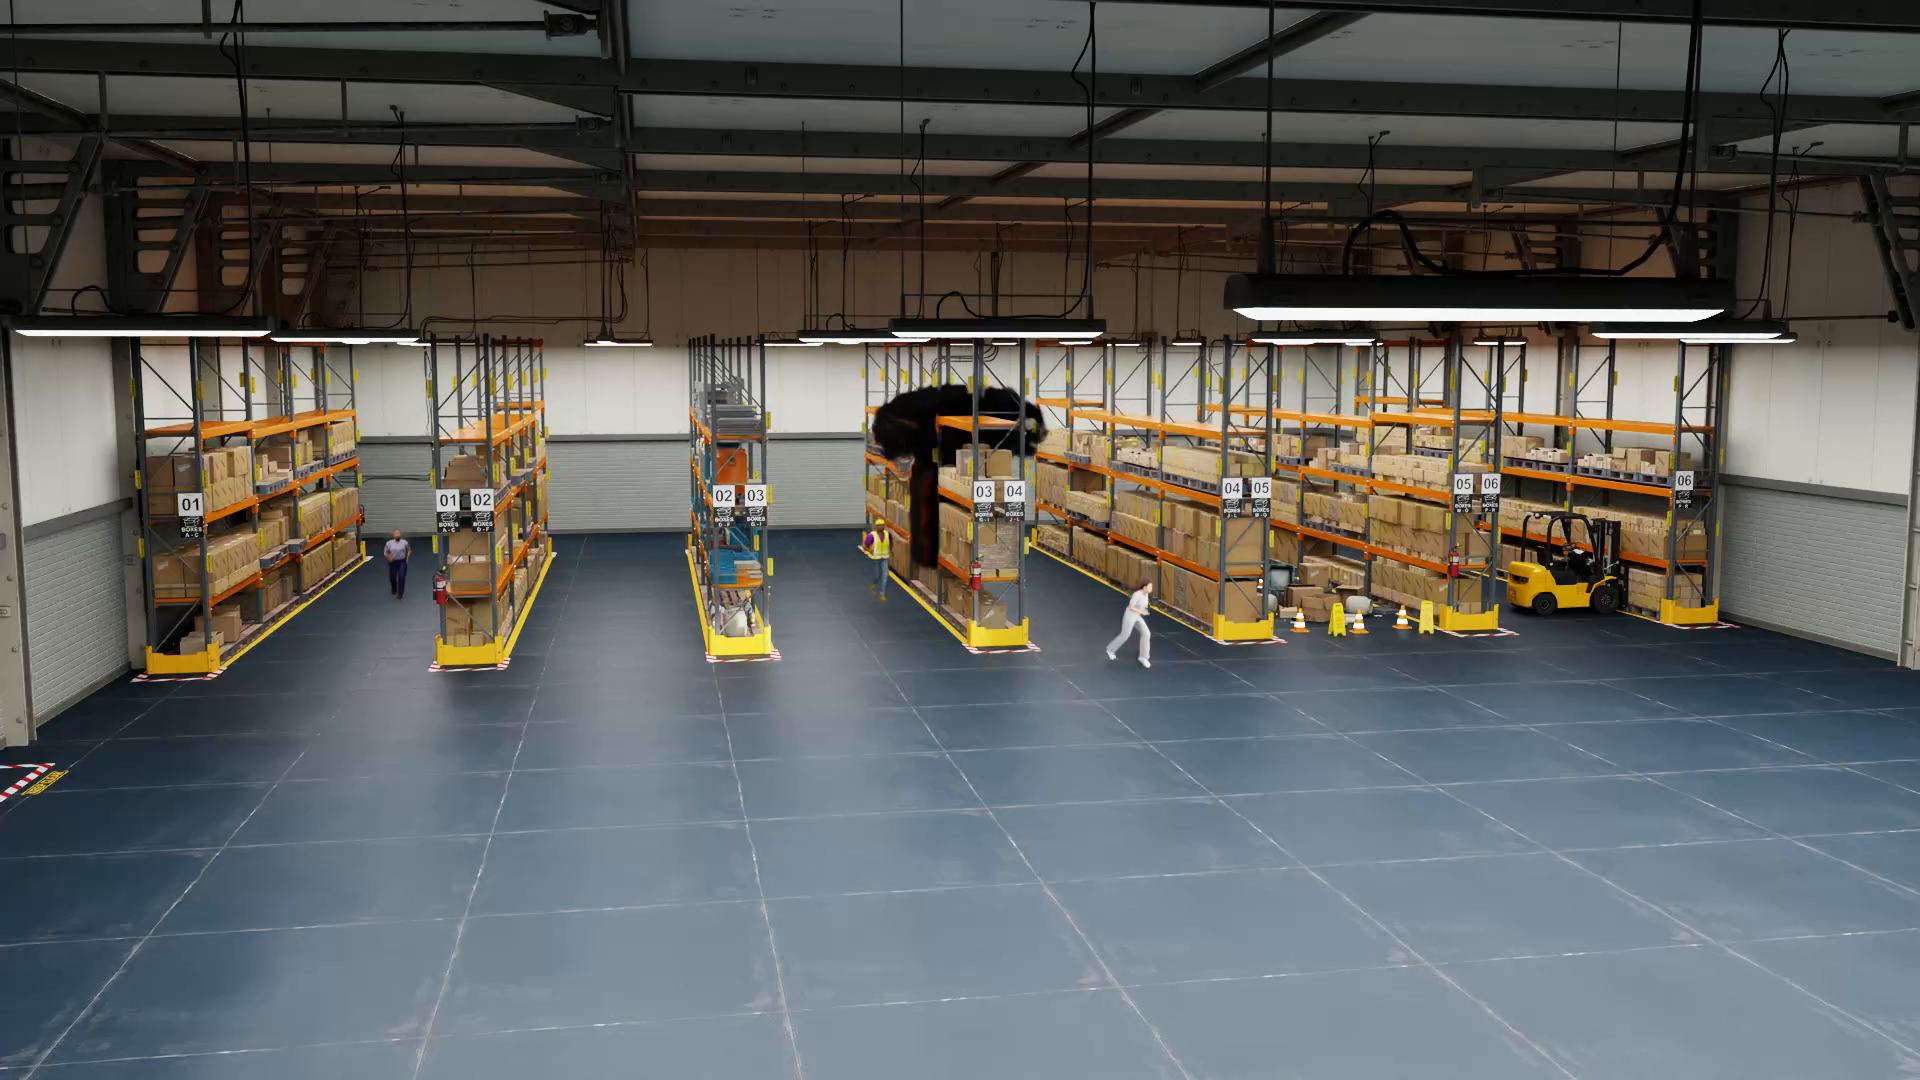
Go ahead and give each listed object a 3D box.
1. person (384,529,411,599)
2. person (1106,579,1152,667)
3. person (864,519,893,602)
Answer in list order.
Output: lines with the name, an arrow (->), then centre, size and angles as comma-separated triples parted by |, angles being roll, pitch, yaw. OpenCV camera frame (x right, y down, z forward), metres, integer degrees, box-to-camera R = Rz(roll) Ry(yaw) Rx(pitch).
person -> -12.928, 0.549, 38.272 | 0.595, 1.601, 0.561 | -2, 7, -19
person -> 3.093, 1.488, 30.340 | 0.963, 1.623, 0.605 | 5, 8, 35
person -> -1.756, 0.420, 36.397 | 0.708, 1.785, 0.824 | -2, 7, -19
